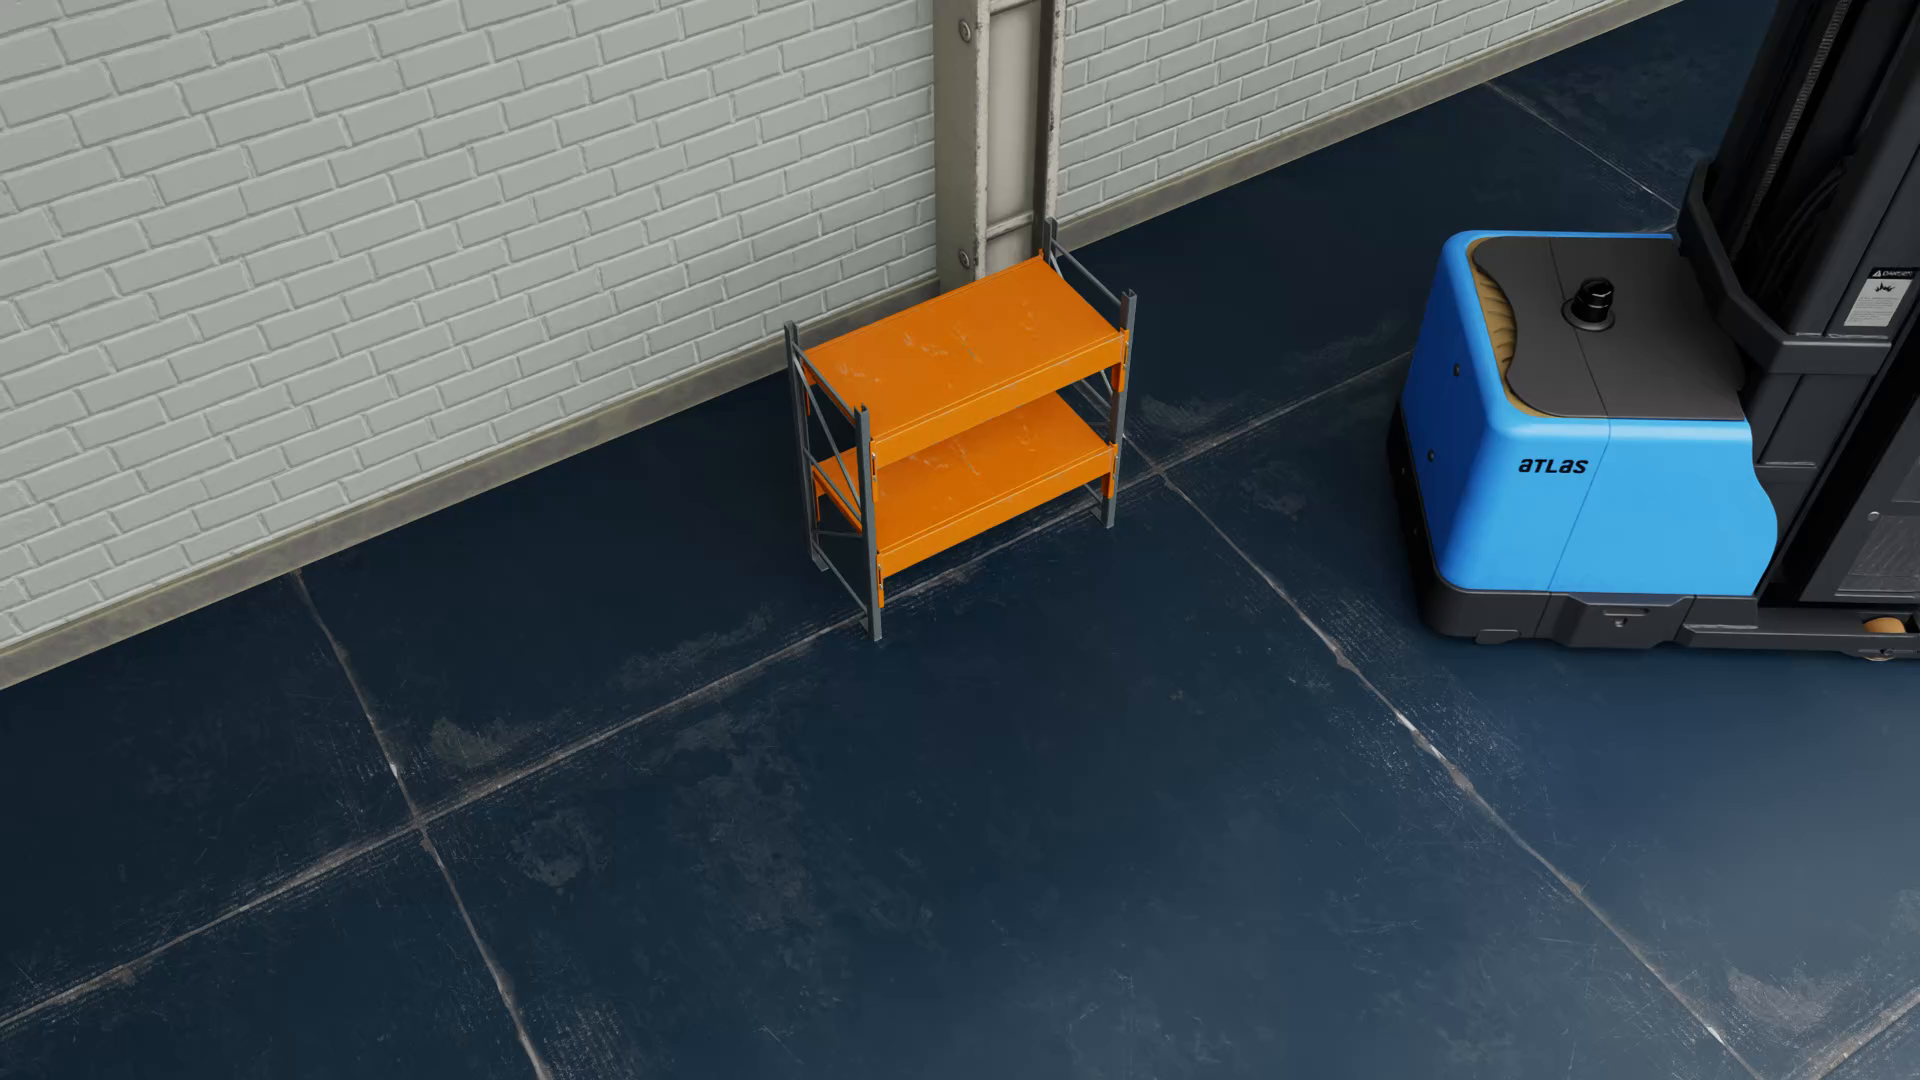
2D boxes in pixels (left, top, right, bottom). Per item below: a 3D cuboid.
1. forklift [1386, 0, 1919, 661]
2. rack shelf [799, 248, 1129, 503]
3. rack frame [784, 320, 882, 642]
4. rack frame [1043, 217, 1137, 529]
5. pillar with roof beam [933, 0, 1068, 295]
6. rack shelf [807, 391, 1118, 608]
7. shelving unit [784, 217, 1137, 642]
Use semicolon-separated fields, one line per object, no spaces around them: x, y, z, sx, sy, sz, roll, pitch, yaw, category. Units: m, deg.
3.164;-0.950;5.134;3.031;2.935;1.130;1;48;1;forklift
0.006;-0.571;5.614;1.000;0.278;0.538;-25;53;-21;rack shelf
-0.424;-0.174;5.652;0.032;1.125;0.500;-25;53;-21;rack frame
0.436;-0.579;6.013;0.032;1.125;0.500;-25;53;-21;rack frame
2.443;-1.290;1.373;0.400;9.000;9.100;-25;53;-21;pillar with roof beam
0.006;-0.214;6.015;1.000;0.278;0.538;-25;53;-21;rack shelf
0.006;-0.377;5.832;1.048;1.125;0.538;-25;53;-21;shelving unit
